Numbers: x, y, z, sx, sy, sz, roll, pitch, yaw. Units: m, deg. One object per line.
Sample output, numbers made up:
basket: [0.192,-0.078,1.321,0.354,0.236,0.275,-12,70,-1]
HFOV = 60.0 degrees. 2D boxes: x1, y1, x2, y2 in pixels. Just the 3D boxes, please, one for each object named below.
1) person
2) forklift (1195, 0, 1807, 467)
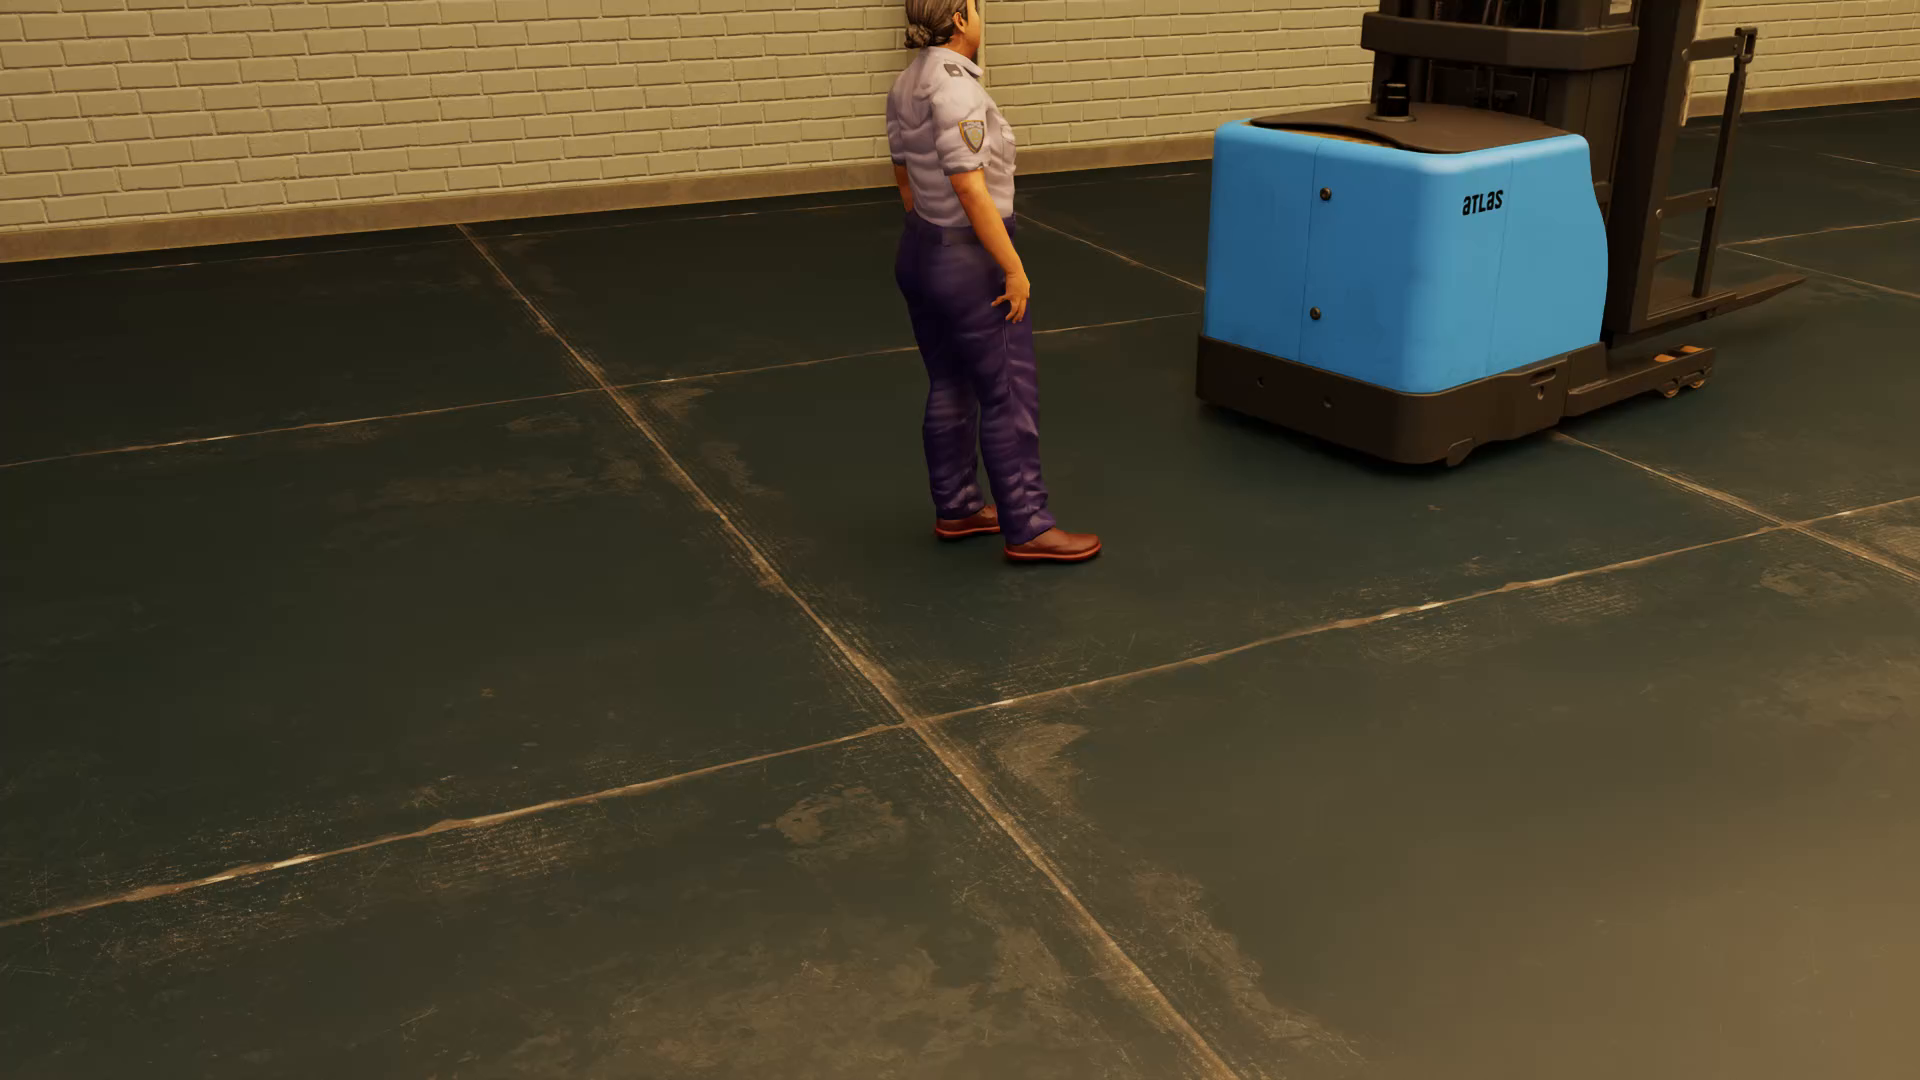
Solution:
person: [0.090,-0.774,4.804,0.503,1.650,0.599,-10,25,-23]
forklift: [2.344,-2.044,6.205,3.031,2.935,1.130,-17,28,-36]
